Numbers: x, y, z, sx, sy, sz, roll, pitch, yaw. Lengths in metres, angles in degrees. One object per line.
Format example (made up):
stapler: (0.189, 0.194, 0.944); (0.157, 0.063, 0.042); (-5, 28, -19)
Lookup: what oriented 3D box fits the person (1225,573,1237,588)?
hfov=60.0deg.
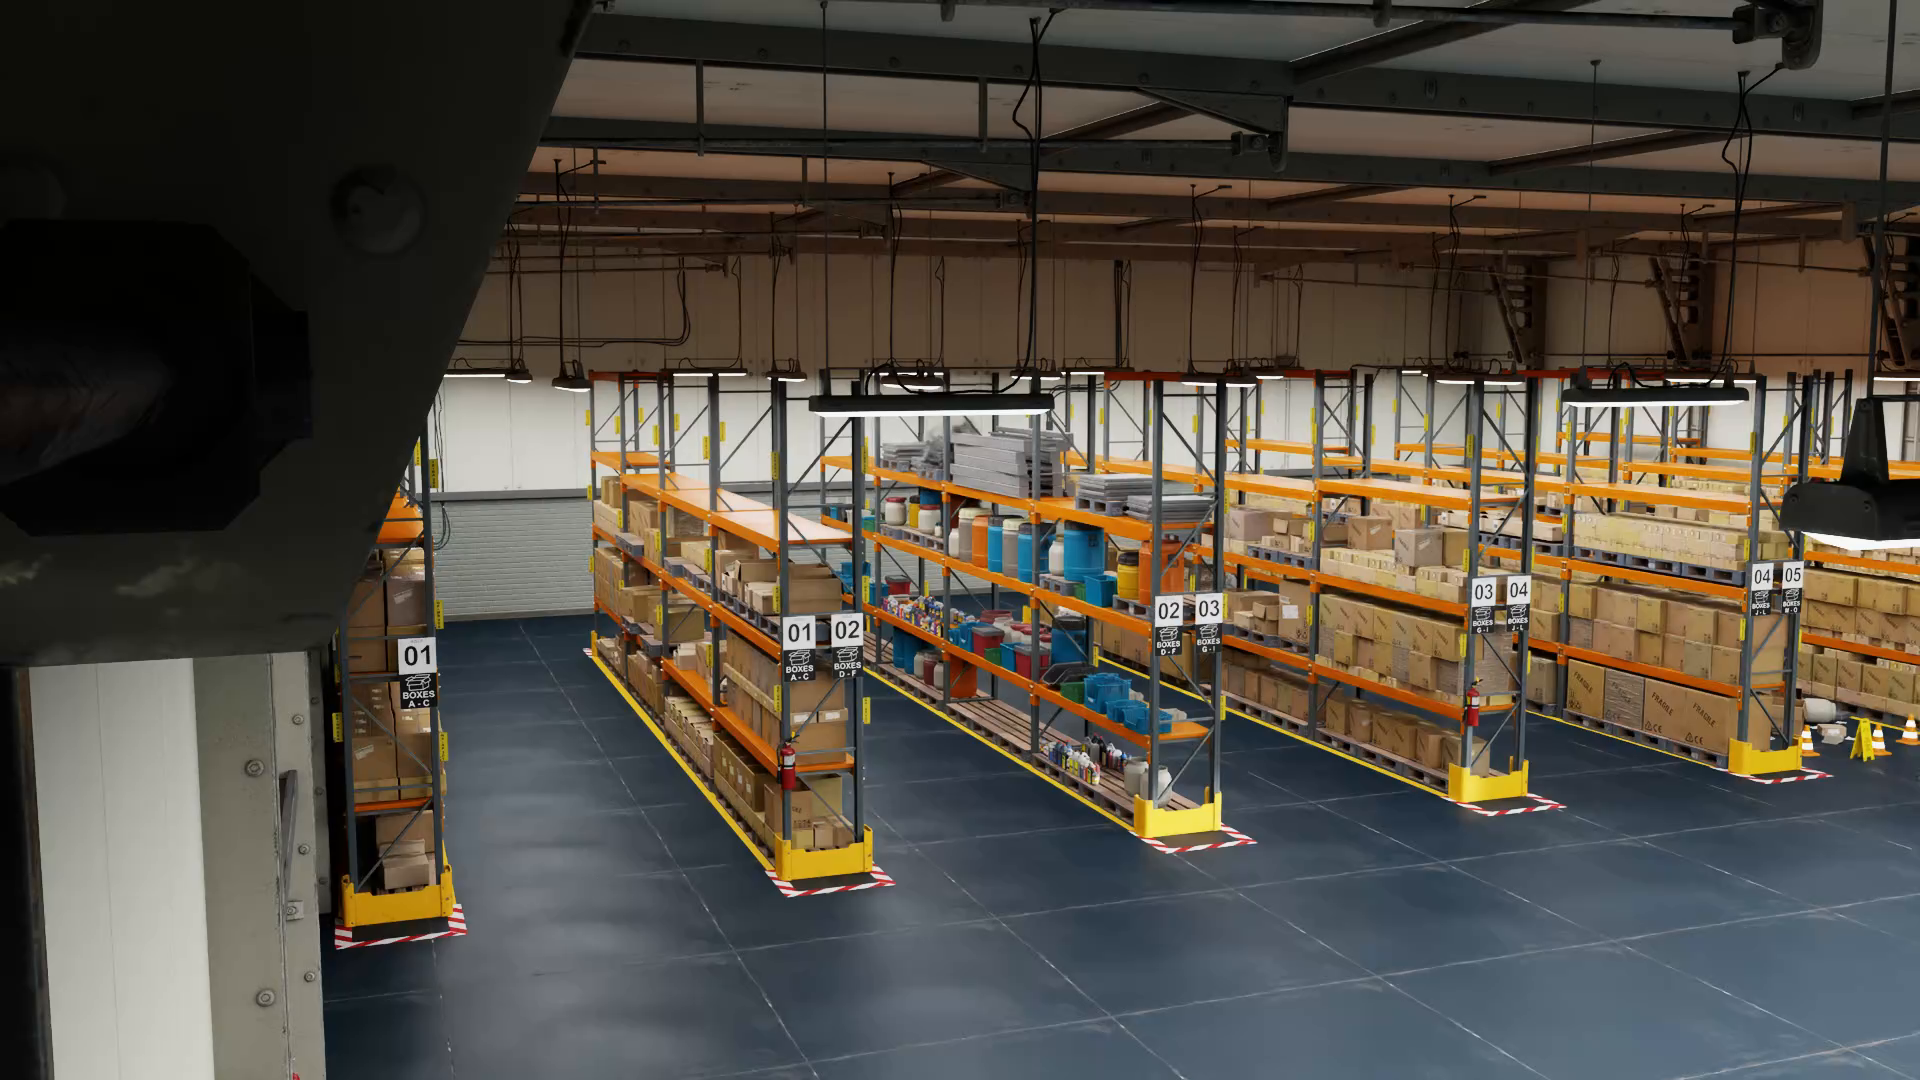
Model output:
person: (6.875, 0.835, 41.574); (0.615, 1.769, 0.746); (2, 7, 15)

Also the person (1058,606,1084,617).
person: (2.149, 1.720, 31.332); (0.610, 1.664, 0.506); (-4, 7, -30)
